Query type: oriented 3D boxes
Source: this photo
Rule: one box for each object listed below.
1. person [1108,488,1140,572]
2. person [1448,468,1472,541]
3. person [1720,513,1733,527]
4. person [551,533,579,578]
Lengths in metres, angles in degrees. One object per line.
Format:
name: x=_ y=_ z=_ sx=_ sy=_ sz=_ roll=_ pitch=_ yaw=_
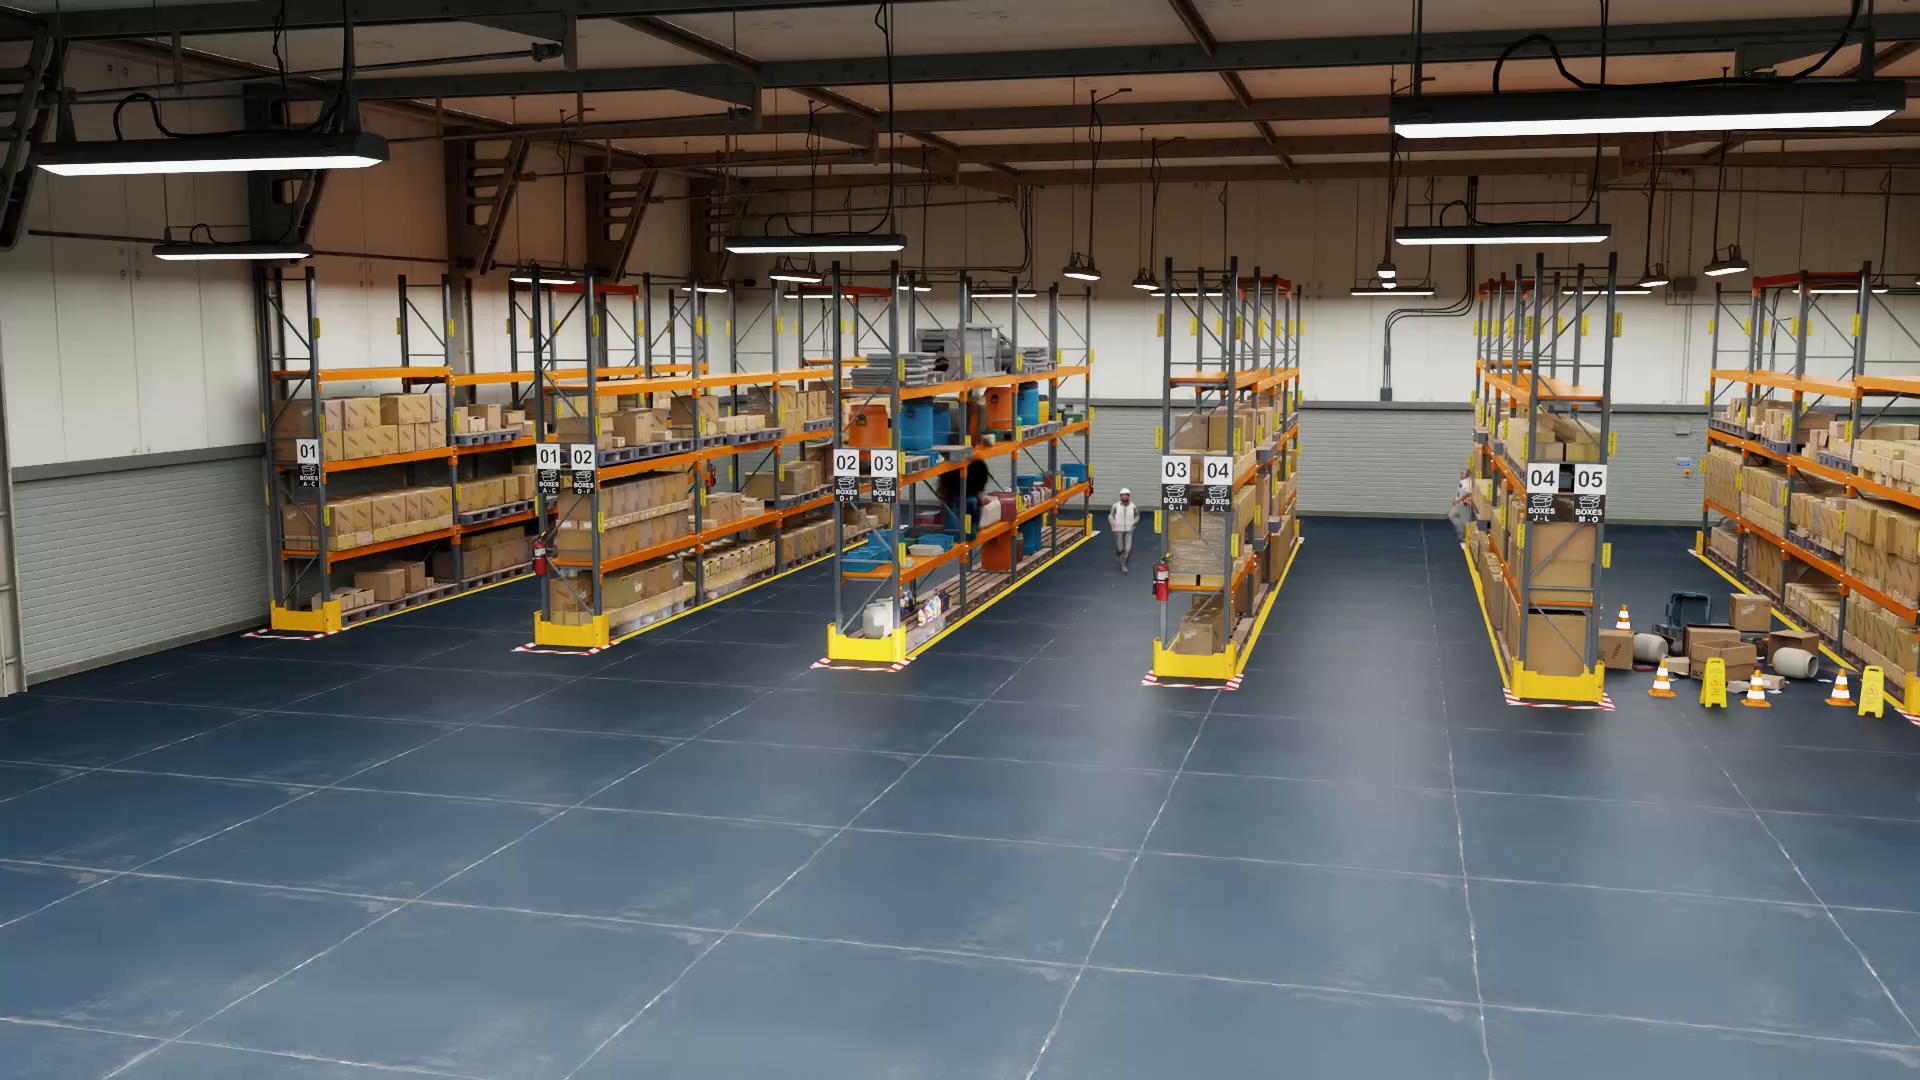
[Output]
person: x=3.405 y=-0.210 z=34.430 sx=0.659 sy=1.729 sz=0.586 roll=0 pitch=7 yaw=2
person: x=11.850 y=-0.822 z=39.157 sx=0.632 sy=1.781 sz=0.678 roll=1 pitch=7 yaw=10
person: x=17.665 y=-0.569 z=38.029 sx=0.555 sy=1.542 sz=0.572 roll=-6 pitch=9 yaw=-38
person: x=-6.895 y=0.406 z=29.487 sx=0.682 sy=1.753 sz=0.769 roll=1 pitch=7 yaw=5
